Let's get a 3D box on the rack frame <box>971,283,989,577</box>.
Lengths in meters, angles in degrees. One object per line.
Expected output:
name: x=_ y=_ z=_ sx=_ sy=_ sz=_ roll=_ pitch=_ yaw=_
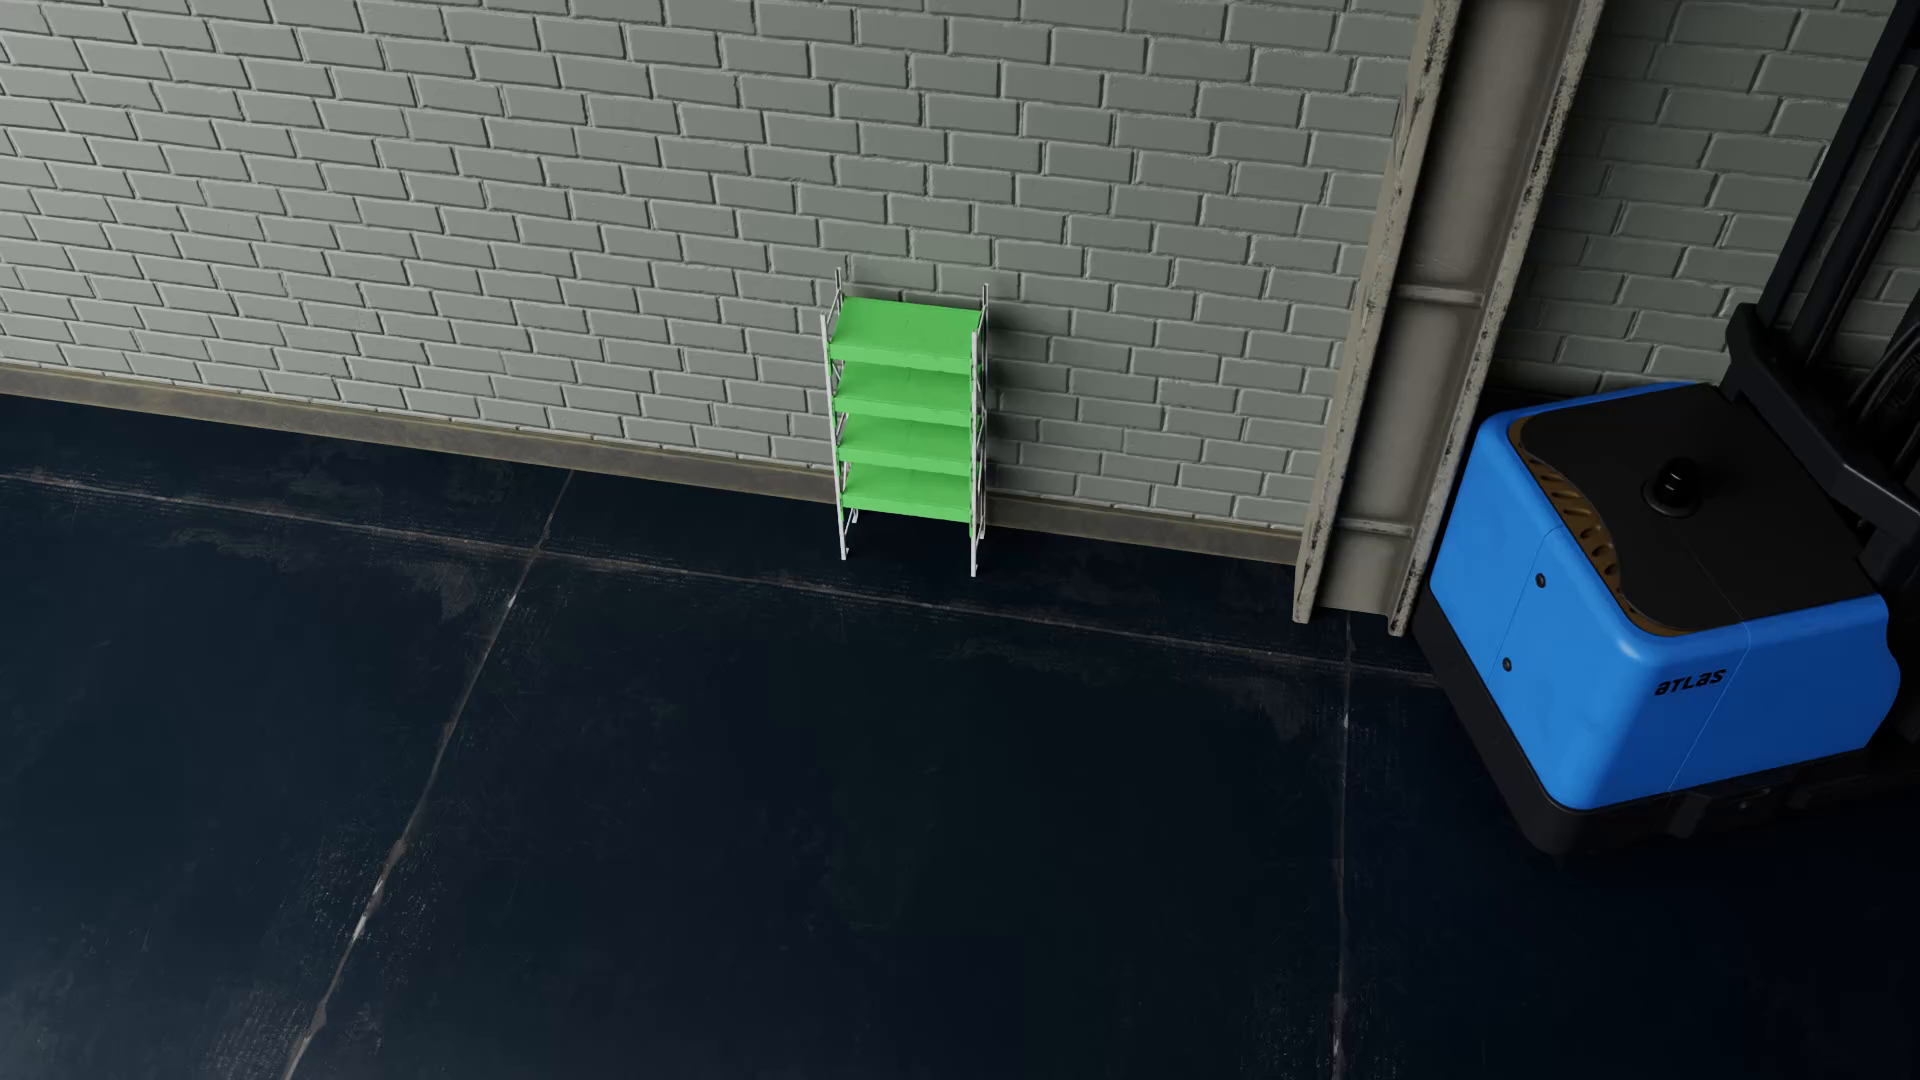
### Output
rack frame: x=0.067 y=-0.347 z=5.752 sx=0.015 sy=1.200 sz=0.240 roll=7 pitch=50 yaw=6

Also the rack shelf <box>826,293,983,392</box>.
rack shelf: x=-0.175 y=-0.650 z=5.465 sx=0.480 sy=0.148 sz=0.258 roll=7 pitch=50 yaw=6

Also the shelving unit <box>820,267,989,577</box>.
shelving unit: x=-0.173 y=-0.378 z=5.779 sx=0.503 sy=1.200 sz=0.258 roll=7 pitch=50 yaw=6

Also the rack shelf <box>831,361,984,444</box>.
rack shelf: x=-0.174 y=-0.493 z=5.646 sx=0.480 sy=0.148 sz=0.258 roll=7 pitch=50 yaw=6

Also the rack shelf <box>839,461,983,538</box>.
rack shelf: x=-0.172 y=-0.179 z=6.009 sx=0.480 sy=0.148 sz=0.258 roll=7 pitch=50 yaw=6

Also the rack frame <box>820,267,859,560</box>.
rack frame: x=-0.414 y=-0.408 z=5.807 sx=0.015 sy=1.200 sz=0.240 roll=7 pitch=50 yaw=6

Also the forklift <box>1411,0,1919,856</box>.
forklift: x=3.168 y=-0.568 z=4.790 sx=3.031 sy=2.935 sz=1.130 roll=-11 pitch=49 yaw=-9

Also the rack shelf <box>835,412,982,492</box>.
rack shelf: x=-0.173 y=-0.336 z=5.828 sx=0.480 sy=0.148 sz=0.258 roll=7 pitch=50 yaw=6
